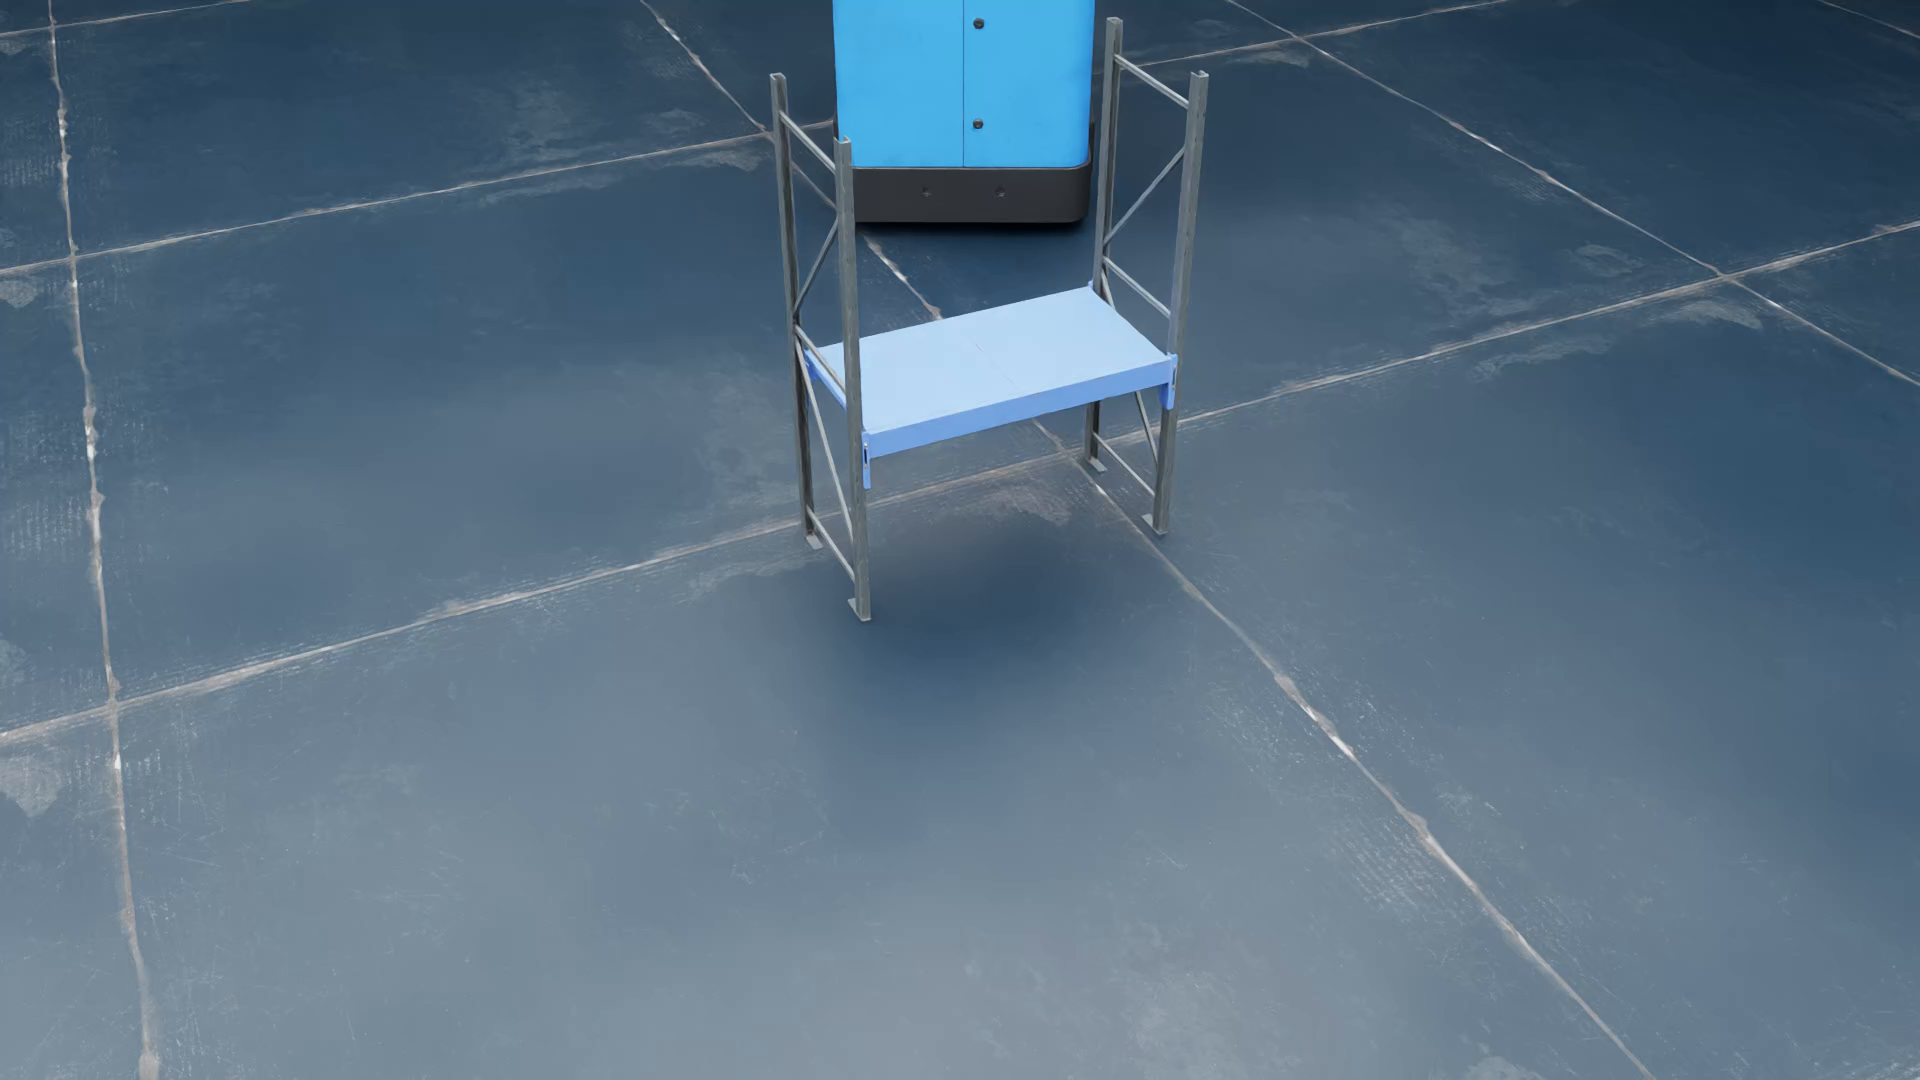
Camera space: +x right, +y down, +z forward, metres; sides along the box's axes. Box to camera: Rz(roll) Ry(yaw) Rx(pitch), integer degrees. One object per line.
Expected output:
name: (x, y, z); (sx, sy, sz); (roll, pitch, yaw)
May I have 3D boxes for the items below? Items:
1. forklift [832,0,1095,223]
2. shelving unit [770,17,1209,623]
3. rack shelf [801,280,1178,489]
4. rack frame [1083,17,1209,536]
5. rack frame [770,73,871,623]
forklift: (0.025, -3.340, 7.293); (1.130, 2.935, 3.031); (0, 37, 0)
shelving unit: (0.077, -0.624, 4.832); (1.048, 1.500, 0.538); (-16, 39, -20)
rack shelf: (0.077, -0.480, 4.939); (1.000, 0.185, 0.538); (-16, 39, -20)
rack frame: (0.537, -0.753, 5.006); (0.032, 1.500, 0.500); (-16, 39, -20)
rack frame: (-0.383, -0.495, 4.659); (0.032, 1.500, 0.500); (-16, 39, -20)
